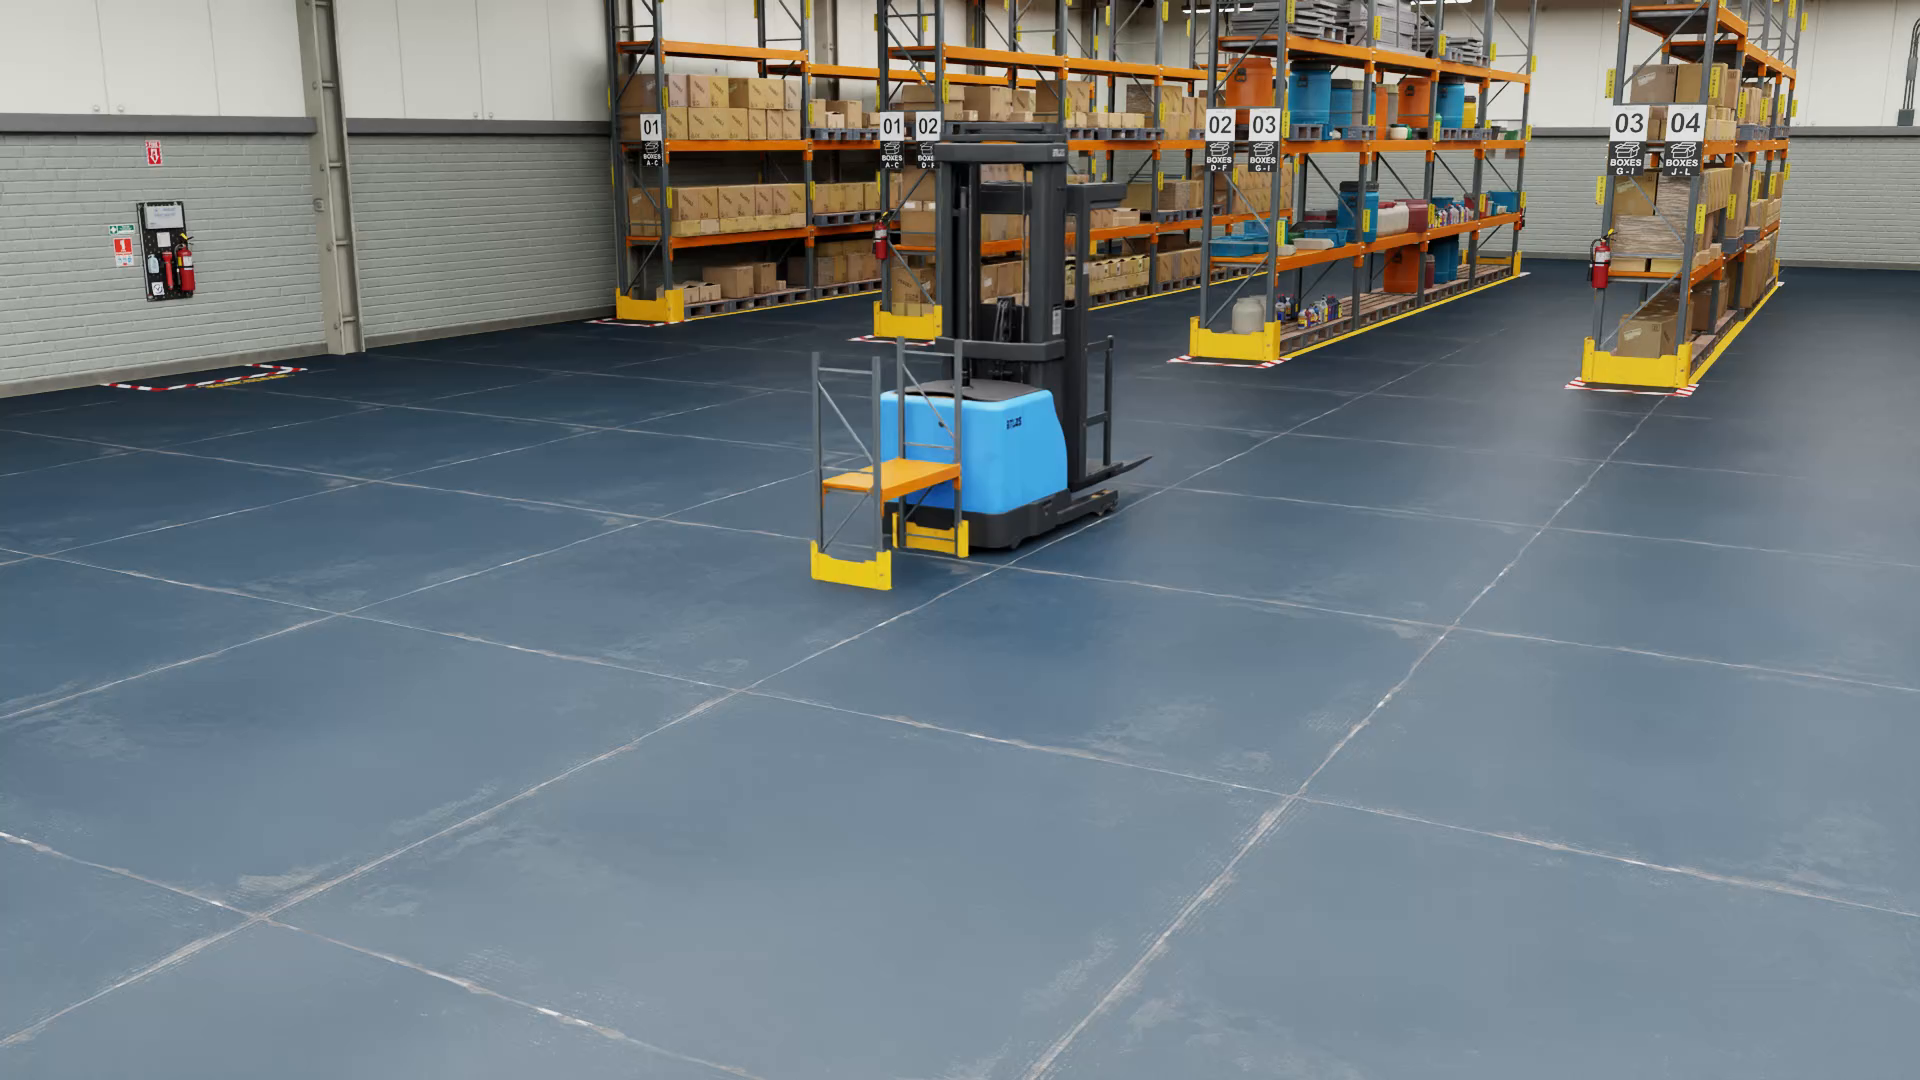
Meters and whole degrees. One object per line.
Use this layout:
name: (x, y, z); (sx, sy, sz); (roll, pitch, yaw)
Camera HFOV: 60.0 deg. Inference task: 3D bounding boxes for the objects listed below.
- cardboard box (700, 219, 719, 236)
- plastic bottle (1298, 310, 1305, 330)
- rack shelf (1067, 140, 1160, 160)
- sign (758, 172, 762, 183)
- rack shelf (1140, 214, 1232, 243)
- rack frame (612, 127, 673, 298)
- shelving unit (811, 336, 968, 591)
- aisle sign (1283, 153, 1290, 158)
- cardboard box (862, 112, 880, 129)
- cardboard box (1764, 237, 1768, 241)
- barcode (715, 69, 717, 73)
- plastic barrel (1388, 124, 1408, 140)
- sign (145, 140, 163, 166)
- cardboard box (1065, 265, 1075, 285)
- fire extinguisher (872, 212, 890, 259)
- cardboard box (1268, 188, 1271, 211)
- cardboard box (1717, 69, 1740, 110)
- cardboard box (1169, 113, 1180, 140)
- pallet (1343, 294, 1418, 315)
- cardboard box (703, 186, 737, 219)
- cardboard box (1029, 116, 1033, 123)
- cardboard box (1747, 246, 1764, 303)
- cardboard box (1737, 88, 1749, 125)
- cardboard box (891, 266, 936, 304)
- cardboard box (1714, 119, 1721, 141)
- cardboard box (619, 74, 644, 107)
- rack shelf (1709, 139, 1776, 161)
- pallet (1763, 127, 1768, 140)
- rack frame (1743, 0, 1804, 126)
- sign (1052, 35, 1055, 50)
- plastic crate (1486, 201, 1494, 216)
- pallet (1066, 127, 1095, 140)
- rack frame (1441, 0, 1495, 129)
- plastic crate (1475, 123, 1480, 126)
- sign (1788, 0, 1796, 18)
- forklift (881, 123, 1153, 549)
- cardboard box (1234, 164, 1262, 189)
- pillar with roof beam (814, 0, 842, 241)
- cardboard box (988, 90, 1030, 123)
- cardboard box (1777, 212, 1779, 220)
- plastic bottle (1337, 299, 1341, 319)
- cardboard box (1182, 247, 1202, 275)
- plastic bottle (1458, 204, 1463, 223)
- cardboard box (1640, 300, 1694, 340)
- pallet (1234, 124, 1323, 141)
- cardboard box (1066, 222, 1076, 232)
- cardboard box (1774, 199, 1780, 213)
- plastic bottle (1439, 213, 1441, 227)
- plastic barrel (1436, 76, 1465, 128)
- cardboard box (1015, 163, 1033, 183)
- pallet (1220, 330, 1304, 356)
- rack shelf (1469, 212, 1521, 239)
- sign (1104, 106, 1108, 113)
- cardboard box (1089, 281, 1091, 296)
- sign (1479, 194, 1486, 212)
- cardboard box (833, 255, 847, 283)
cardboard box: (-4.270, -5.104, 27.084); (0.500, 0.250, 0.500); (7, 15, 26)
plastic bottle: (4.799, -3.097, 23.363); (0.097, 0.271, 0.097); (0, 14, 0)
rack shelf: (2.216, -6.774, 28.868); (1.077, 0.370, 4.000); (7, 15, 28)
sign: (-3.577, -6.441, 29.880); (0.100, 0.325, 0.005); (7, 15, 28)
rack shelf: (4.150, -6.137, 32.623); (1.077, 0.370, 4.000); (7, 15, 28)
rack frame: (-5.023, -4.995, 26.354); (1.000, 3.000, 0.127); (7, 15, 28)
shelving unit: (-0.461, -0.545, 11.095); (0.587, 1.500, 1.083); (8, 16, 29)
aisle sign: (7.351, -8.961, 37.255); (0.394, 0.787, 0.004); (7, 15, 28)
cardboard box: (-1.863, -7.899, 31.736); (0.797, 0.503, 0.637); (10, 17, 36)
cardboard box: (14.176, -5.071, 30.306); (0.875, 0.875, 0.875); (7, 15, 28)
barcode: (-4.137, -7.961, 28.203); (0.001, 0.075, 0.075); (7, 15, 28)
plastic barrel: (7.107, -6.618, 26.979); (0.301, 0.262, 0.301); (0, 14, 0)
sign: (-9.661, -4.640, 19.933); (0.001, 0.298, 0.199); (7, 15, 28)
cardboard box: (1.667, -4.452, 27.875); (0.500, 0.311, 0.500); (7, 15, 28)
fire extinguisher: (-1.148, -4.426, 24.156); (0.296, 0.674, 0.183); (7, 15, 28)
cardboard box: (6.578, -7.435, 36.259); (0.500, 0.500, 0.500); (8, 15, 28)
cardboard box: (9.925, -5.906, 21.815); (0.500, 0.500, 0.500); (7, 15, 26)
cardboard box: (3.611, -7.781, 31.295); (0.910, 0.500, 0.500); (7, 15, 28)
pallet: (7.109, -4.004, 28.192); (1.003, 0.211, 1.213); (7, 15, 28)
cardboard box: (-4.026, -5.566, 27.399); (0.500, 0.500, 0.500); (7, 15, 26)
cardboard box: (1.343, -9.207, 36.635); (0.500, 0.250, 0.500); (7, 15, 28)
cardboard box: (12.642, -4.446, 27.711); (1.225, 0.875, 0.875); (7, 15, 28)
cardboard box: (10.688, -6.124, 23.517); (0.797, 0.503, 0.637); (8, 16, 30)
cardboard box: (-0.686, -3.811, 24.810); (0.500, 0.500, 0.500); (7, 15, 28)
cardboard box: (8.932, -4.974, 20.186); (0.500, 0.250, 0.500); (7, 15, 28)
cardboard box: (-5.043, -7.116, 26.361); (0.500, 0.500, 0.500); (8, 16, 31)
rack shelf: (12.820, -6.472, 27.613); (1.077, 0.370, 4.000); (7, 15, 28)
pallet: (12.118, -6.458, 26.422); (1.213, 0.211, 1.003); (8, 16, 31)
rack frame: (15.720, -9.511, 32.283); (1.000, 3.000, 0.127); (7, 15, 28)
sign: (2.229, -11.790, 39.405); (0.100, 0.325, 0.005); (7, 15, 28)
plastic crate: (10.350, -6.599, 33.130); (0.437, 0.282, 0.530); (7, 15, 28)
pallet: (1.664, -6.803, 27.861); (0.805, 0.209, 1.217); (7, 15, 26)
rack frame: (9.451, -9.251, 31.207); (1.000, 3.000, 0.127); (7, 15, 28)
plastic crate: (10.405, -8.301, 33.799); (0.504, 0.338, 0.767); (7, 15, 28)
sign: (14.267, -9.124, 28.516); (0.100, 0.325, 0.005); (7, 15, 28)
forklift: (0.578, -1.657, 12.654); (1.130, 2.935, 3.031); (8, 16, 29)
cardboard box: (6.089, -7.708, 35.258); (0.500, 0.500, 0.500); (7, 15, 26)
pillar with roof beam: (1.228, -8.897, 29.736); (9.100, 9.000, 0.400); (7, 15, 28)
cardboard box: (0.775, -6.961, 26.699); (0.500, 0.500, 0.500); (9, 16, 33)
cardboard box: (15.589, -6.257, 32.122); (0.380, 0.149, 0.250); (7, 15, 28)
plastic bottle: (5.640, -3.451, 24.804); (0.061, 0.283, 0.133); (8, 16, 31)
cardboard box: (4.640, -5.559, 33.085); (0.500, 0.500, 0.500); (8, 16, 29)
plastic bottle: (9.293, -6.085, 30.980); (0.144, 0.351, 0.185); (7, 15, 28)
cardboard box: (9.421, -2.925, 22.206); (0.500, 0.500, 0.500); (-12, 18, -41)
pallet: (4.135, -5.398, 22.027); (1.003, 0.211, 1.213); (7, 15, 28)
cardboard box: (1.857, -5.292, 28.121); (0.380, 0.149, 0.250); (7, 15, 28)
cardboard box: (15.473, -6.433, 32.001); (0.500, 0.250, 0.500); (7, 15, 27)
plastic bottle: (8.489, -5.694, 29.527); (0.097, 0.271, 0.097); (0, 14, 0)
plastic barrel: (8.760, -7.873, 29.926); (0.600, 0.901, 0.708); (7, 15, 28)
cardboard box: (0.797, -5.739, 26.458); (0.700, 0.500, 0.500); (7, 15, 28)
pallet: (4.043, -2.704, 22.800); (1.003, 0.211, 1.213); (7, 15, 28)
rack shelf: (10.418, -6.395, 33.696); (1.077, 0.370, 4.000); (7, 15, 28)
sign: (2.709, -7.848, 30.682); (0.100, 0.325, 0.005); (7, 15, 28)
cardboard box: (1.909, -4.282, 28.367); (0.500, 0.250, 0.500); (8, 16, 29)
sign: (9.932, -6.407, 31.618); (0.100, 0.325, 0.005); (7, 15, 28)
cardboard box: (-2.542, -5.079, 31.097); (0.700, 0.500, 0.500); (7, 15, 27)
